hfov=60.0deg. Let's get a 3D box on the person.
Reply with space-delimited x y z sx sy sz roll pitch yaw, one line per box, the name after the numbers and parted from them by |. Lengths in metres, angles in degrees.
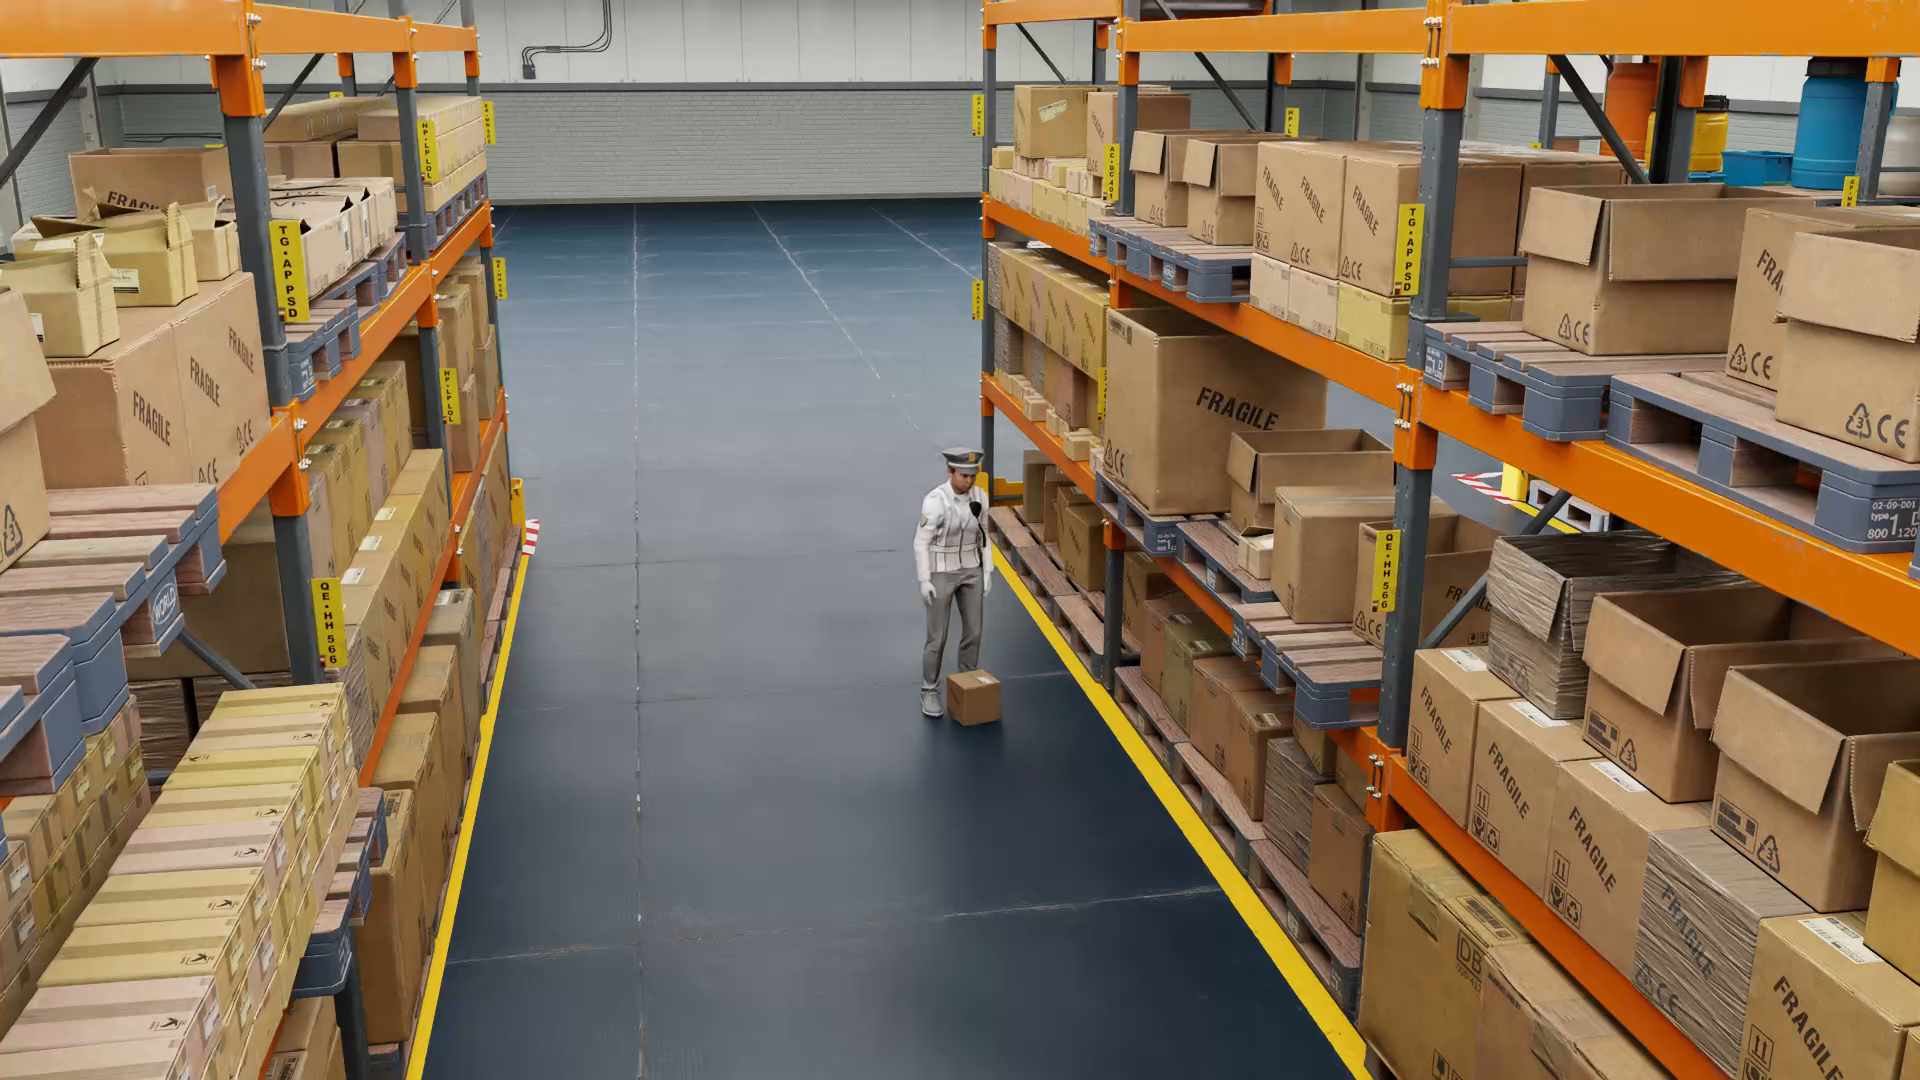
-0.026 0.233 10.245 0.523 1.663 0.372 -8 18 -26 | person
